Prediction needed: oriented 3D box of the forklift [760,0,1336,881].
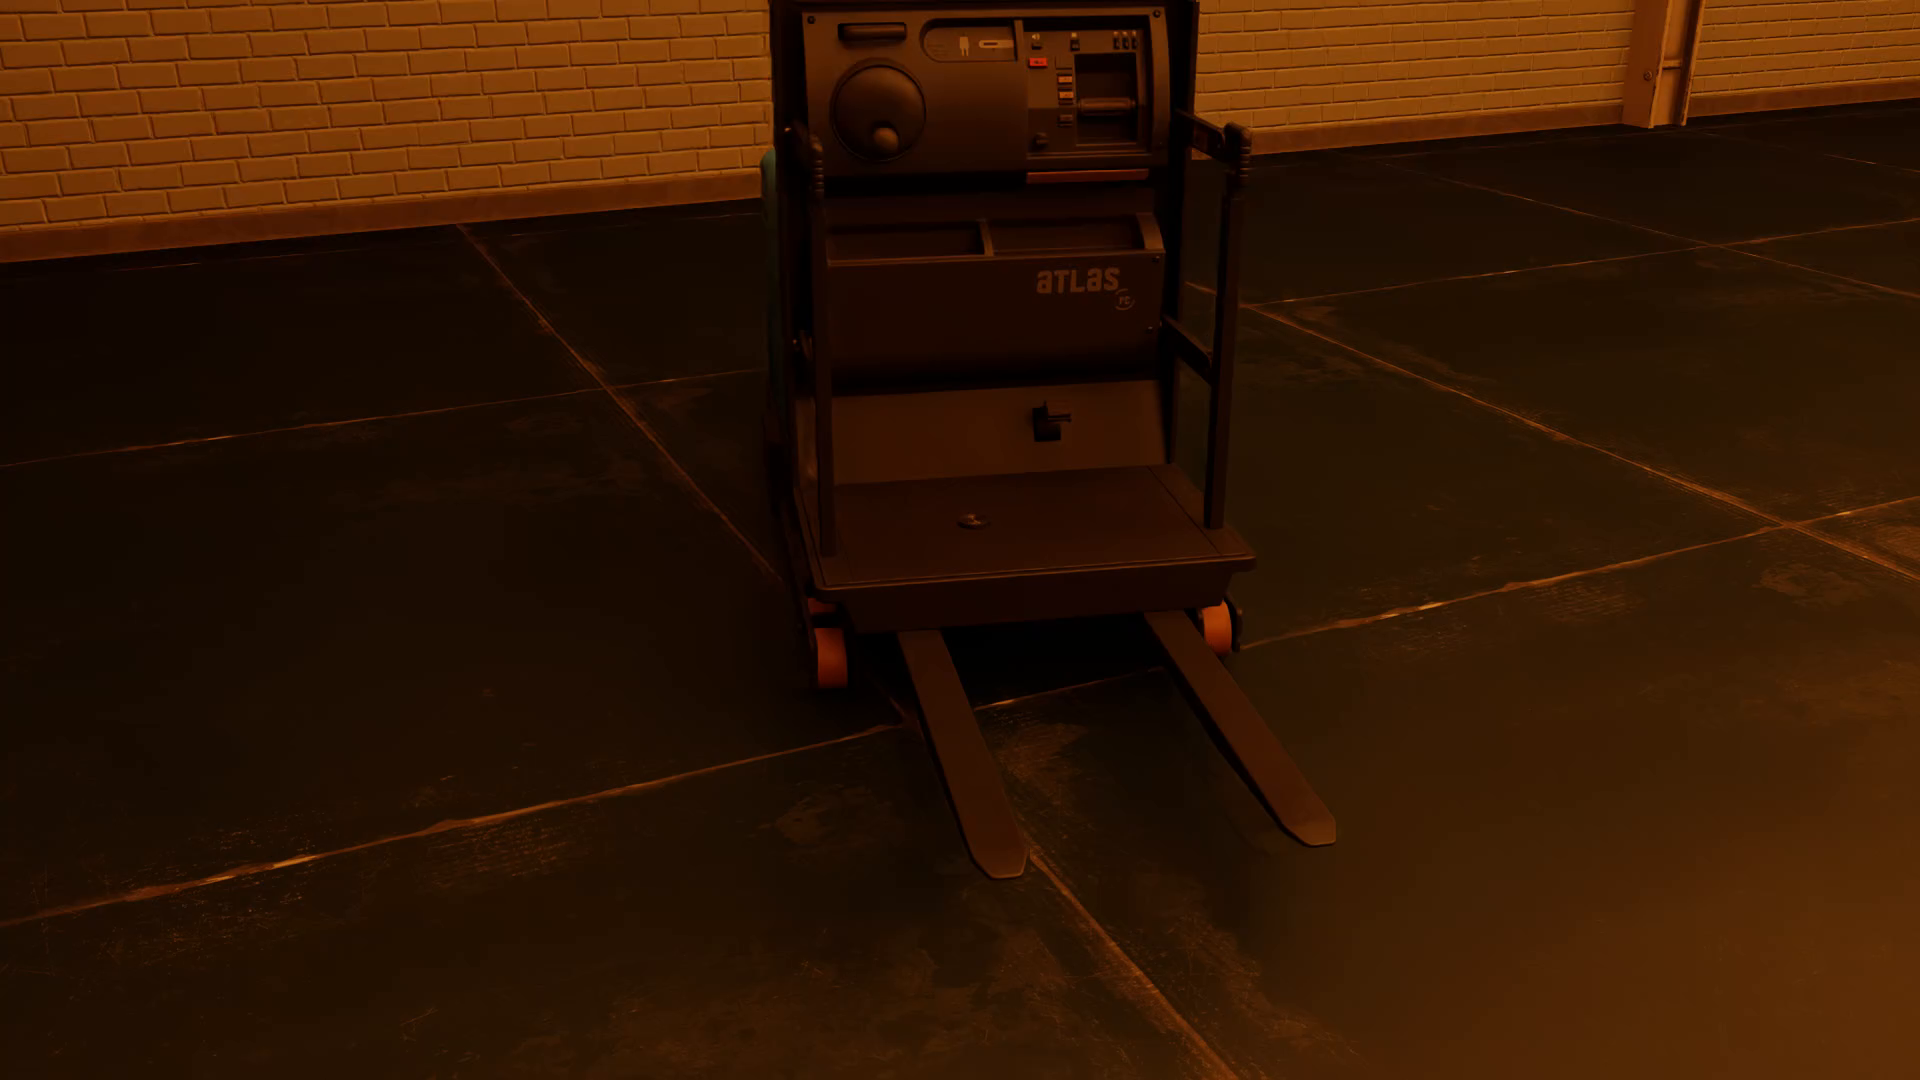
[{"bbox_3d":[0.112,-1.123,3.990,1.130,2.935,3.031,-4,23,-10],"label":"forklift"}]
